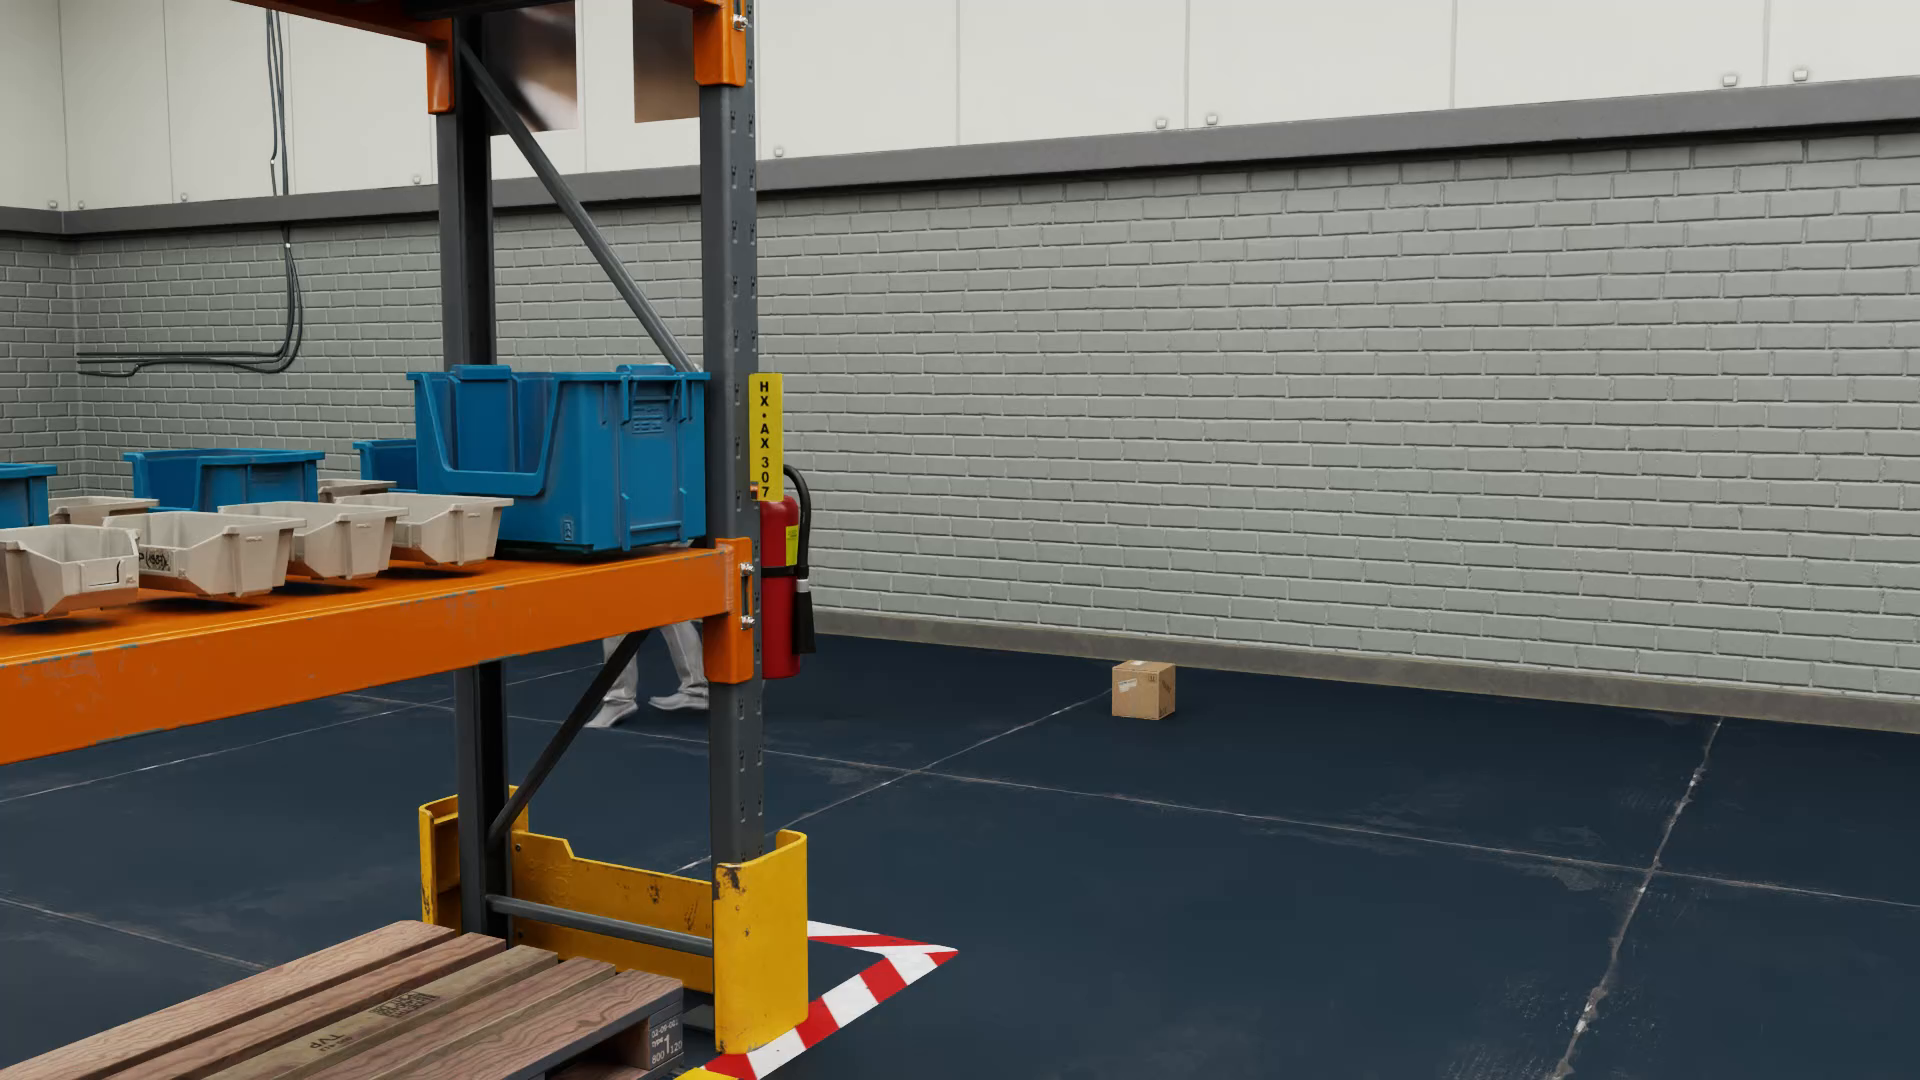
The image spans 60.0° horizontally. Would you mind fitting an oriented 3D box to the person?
[{"bbox_3d":[-1.569,0.042,8.281,0.651,1.826,0.620,-1,6,-7],"label":"person"}]
